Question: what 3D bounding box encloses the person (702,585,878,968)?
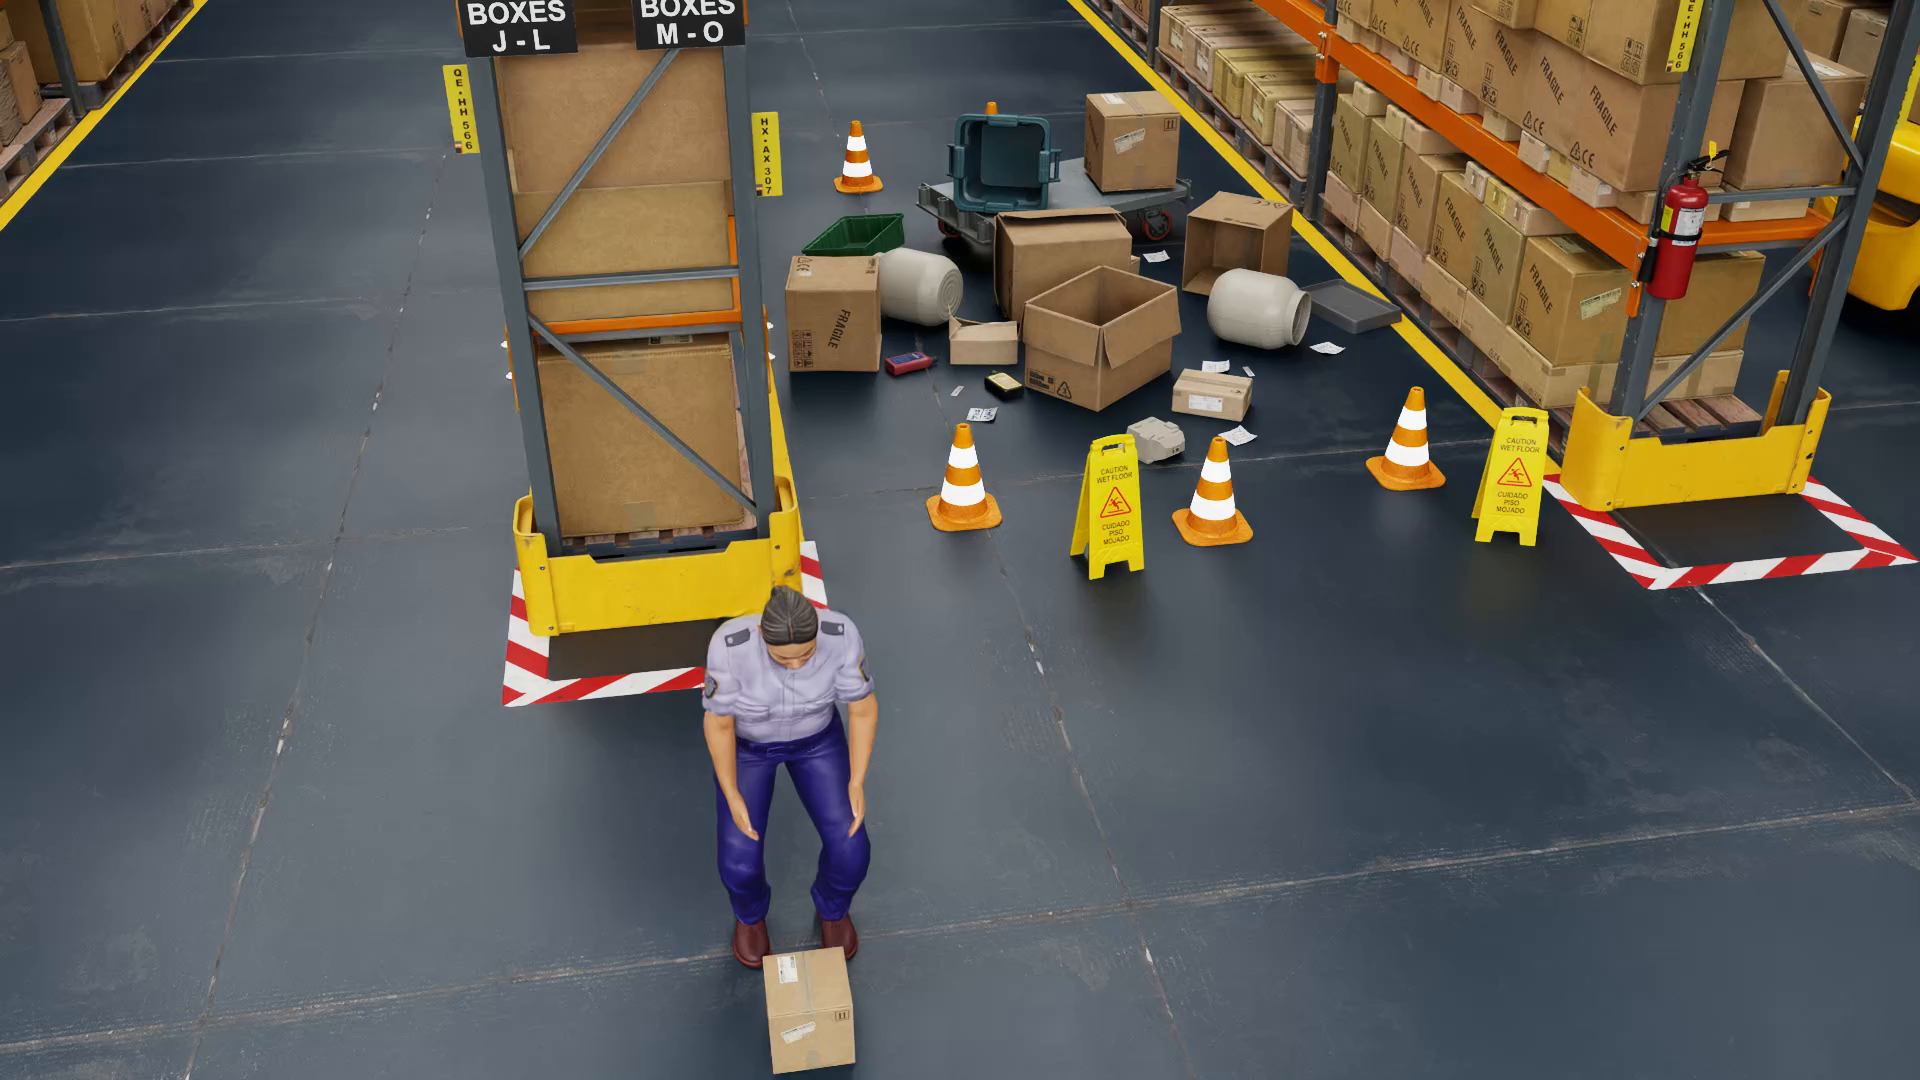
[{"bbox_3d":[-0.519,0.690,5.181,0.528,1.469,0.573,-5,31,-8],"label":"person"}]
